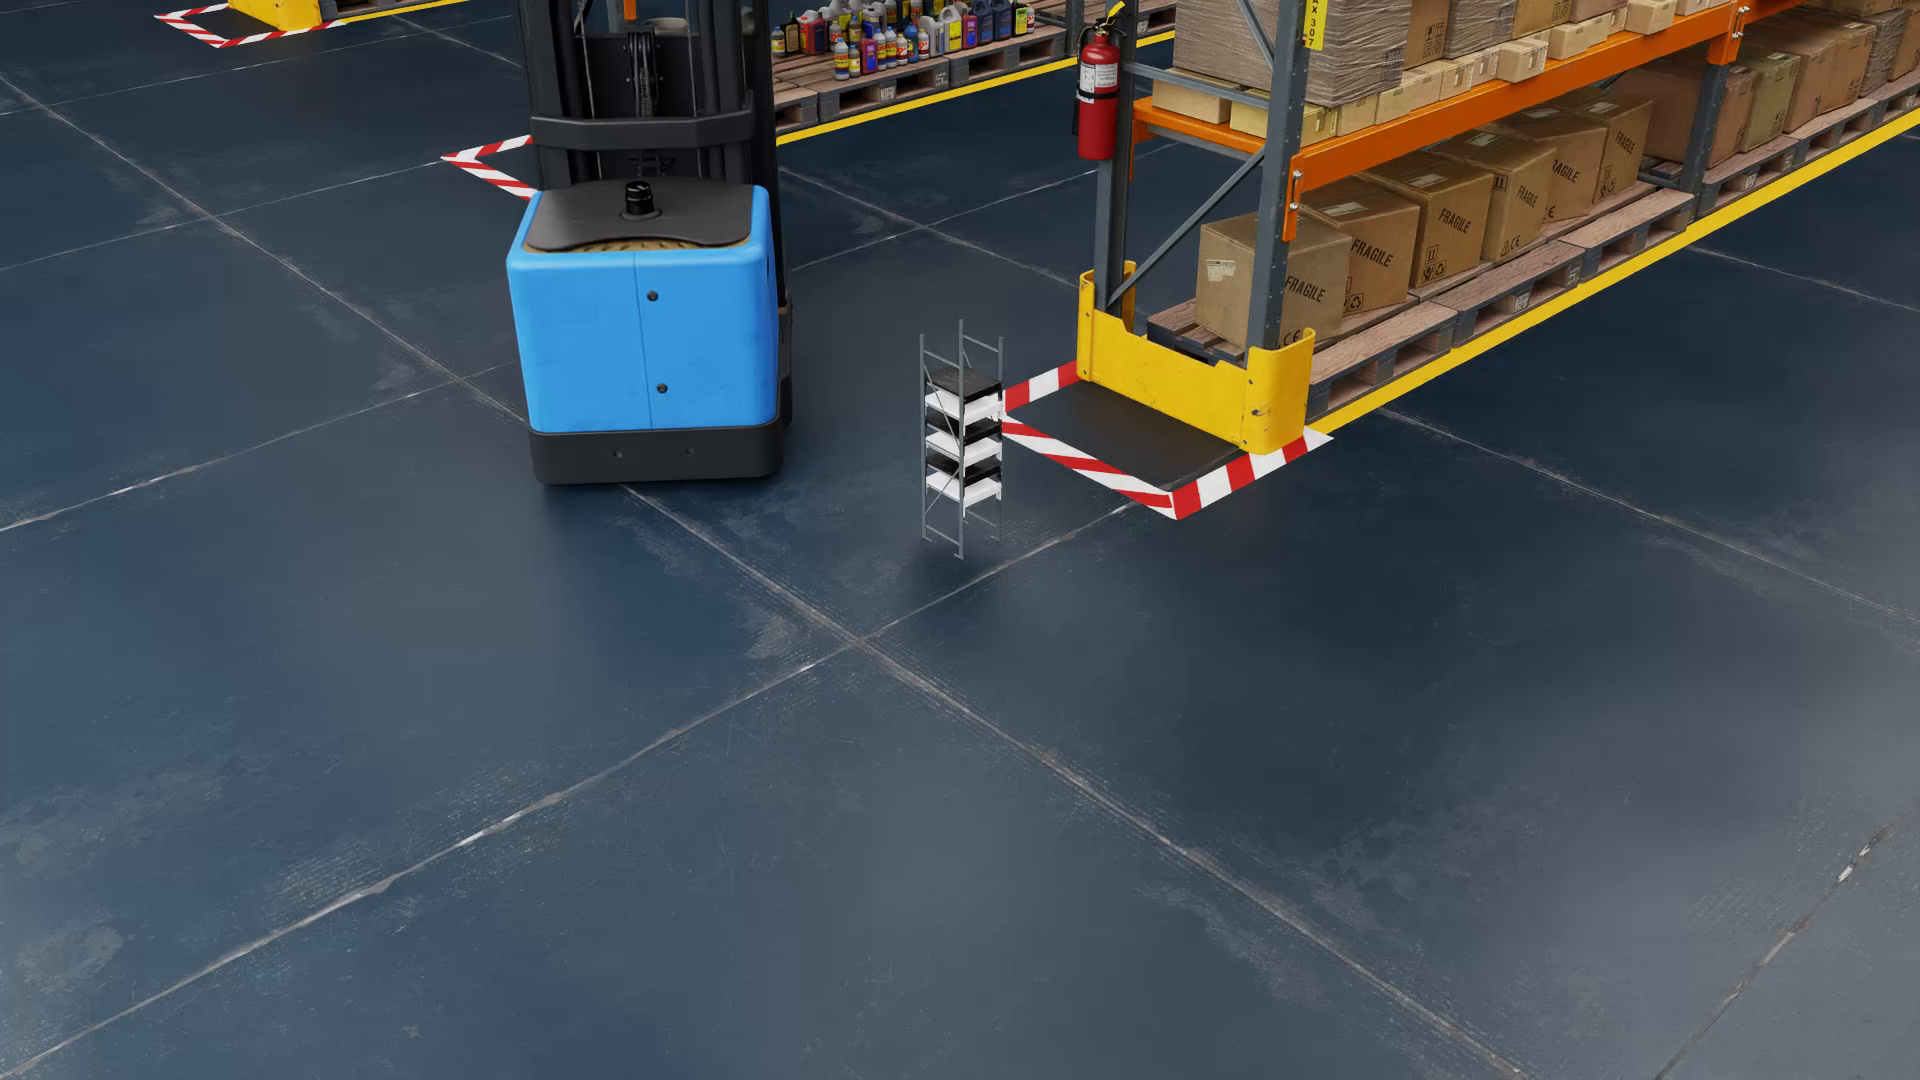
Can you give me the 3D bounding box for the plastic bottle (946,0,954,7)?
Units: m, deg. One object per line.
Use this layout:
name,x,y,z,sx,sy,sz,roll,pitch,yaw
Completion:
plastic bottle,-0.108,-4.131,12.813,0.133,0.283,0.061,-26,40,-35

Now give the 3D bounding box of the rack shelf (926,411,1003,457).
rack shelf,0.006,-0.435,6.490,0.200,0.077,0.258,-26,40,-35

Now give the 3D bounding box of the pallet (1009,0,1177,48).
pallet,1.119,-4.317,13.607,1.213,0.211,1.003,-26,40,-35

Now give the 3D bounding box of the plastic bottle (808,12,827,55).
plastic bottle,-1.038,-3.681,12.076,0.133,0.283,0.061,-26,40,-35

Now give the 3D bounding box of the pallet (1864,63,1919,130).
pallet,6.297,-3.271,11.897,1.213,0.211,1.003,-26,40,-35

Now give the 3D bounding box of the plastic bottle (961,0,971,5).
plastic bottle,0.038,-4.292,13.087,0.097,0.271,0.097,0,31,0

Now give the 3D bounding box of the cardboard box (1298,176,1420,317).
cardboard box,1.889,-1.453,8.244,0.500,0.500,0.500,-15,35,-23

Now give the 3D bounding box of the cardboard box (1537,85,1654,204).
cardboard box,3.617,-2.305,9.637,0.500,0.500,0.500,-27,41,-37

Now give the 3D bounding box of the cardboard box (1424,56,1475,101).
cardboard box,2.123,-2.149,7.630,0.250,0.149,0.380,-26,40,-35

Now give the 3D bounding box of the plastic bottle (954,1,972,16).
plastic bottle,0.034,-3.880,12.409,0.135,0.276,0.152,-26,40,-35

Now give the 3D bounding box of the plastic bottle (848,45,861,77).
plastic bottle,-0.746,-3.349,11.612,0.097,0.201,0.097,0,31,0

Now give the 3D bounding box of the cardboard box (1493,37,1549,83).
cardboard box,2.541,-2.297,7.873,0.250,0.149,0.380,-26,40,-35

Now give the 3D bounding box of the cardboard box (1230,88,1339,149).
cardboard box,1.375,-1.802,7.063,0.250,0.149,0.380,-26,40,-35

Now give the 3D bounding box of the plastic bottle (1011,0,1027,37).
plastic bottle,0.441,-3.945,12.509,0.133,0.283,0.061,-24,39,-33

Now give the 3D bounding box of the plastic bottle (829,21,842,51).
plastic bottle,-0.911,-3.694,12.177,0.097,0.201,0.097,0,31,0

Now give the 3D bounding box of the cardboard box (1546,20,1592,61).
cardboard box,2.870,-2.496,8.198,0.250,0.149,0.380,-26,40,-35

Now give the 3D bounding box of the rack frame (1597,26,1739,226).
rack frame,3.937,-3.319,9.302,0.127,3.000,1.000,-26,40,-35

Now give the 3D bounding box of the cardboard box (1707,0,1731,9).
cardboard box,3.980,-3.023,9.059,0.250,0.149,0.380,-26,40,-35

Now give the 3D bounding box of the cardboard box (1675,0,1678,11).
cardboard box,3.566,-2.872,8.812,0.250,0.149,0.380,-26,40,-35

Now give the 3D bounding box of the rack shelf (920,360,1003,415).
rack shelf,0.006,-0.589,6.396,0.200,0.077,0.258,-26,40,-35

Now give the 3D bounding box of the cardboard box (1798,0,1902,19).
cardboard box,6.018,-3.737,11.242,0.500,0.250,0.500,-21,37,-30

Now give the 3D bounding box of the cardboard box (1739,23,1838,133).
cardboard box,5.175,-3.010,10.771,0.700,0.500,0.500,25,40,35

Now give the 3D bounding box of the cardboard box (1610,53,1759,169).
cardboard box,4.402,-2.649,10.182,0.700,0.500,0.500,26,40,35

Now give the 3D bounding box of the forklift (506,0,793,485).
forklift,-1.398,-2.226,7.581,1.130,2.935,3.031,-2,32,-4

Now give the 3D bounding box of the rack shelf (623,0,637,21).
rack shelf,-0.897,-4.197,11.428,4.000,0.370,1.077,-26,40,-35

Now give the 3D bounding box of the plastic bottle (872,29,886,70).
plastic bottle,-0.571,-3.464,11.732,0.097,0.271,0.097,0,31,0

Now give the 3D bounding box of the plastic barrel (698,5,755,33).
plastic barrel,-1.565,-3.353,11.340,0.421,0.512,0.421,0,31,0

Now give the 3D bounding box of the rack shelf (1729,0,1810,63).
rack shelf,5.404,-3.721,10.649,4.000,0.370,1.077,-26,40,-35

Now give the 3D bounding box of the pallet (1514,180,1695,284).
pallet,3.469,-1.877,9.617,1.213,0.211,1.003,-26,40,-35

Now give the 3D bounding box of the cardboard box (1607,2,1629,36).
cardboard box,3.185,-2.702,8.535,0.250,0.149,0.380,-26,40,-35

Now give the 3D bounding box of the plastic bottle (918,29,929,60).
plastic bottle,-0.274,-3.577,11.985,0.097,0.201,0.097,0,31,0

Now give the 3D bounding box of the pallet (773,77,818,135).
pallet,-1.740,-2.936,11.349,1.213,0.211,1.003,-26,40,-35

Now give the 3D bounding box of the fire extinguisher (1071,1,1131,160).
fire extinguisher,0.607,-2.002,7.223,0.183,0.674,0.296,-26,40,-35

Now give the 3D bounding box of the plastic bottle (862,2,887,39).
plastic bottle,-0.635,-3.846,12.353,0.135,0.276,0.152,-26,40,-35

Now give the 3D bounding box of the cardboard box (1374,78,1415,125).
cardboard box,1.765,-1.967,7.332,0.250,0.149,0.380,-26,40,-35

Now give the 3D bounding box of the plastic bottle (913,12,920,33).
plastic bottle,-0.279,-3.705,12.116,0.133,0.283,0.061,-26,40,-35

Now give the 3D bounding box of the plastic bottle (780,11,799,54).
plastic bottle,-1.241,-3.691,12.093,0.133,0.283,0.061,-25,39,-34

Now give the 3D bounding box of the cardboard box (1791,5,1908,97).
cardboard box,5.995,-3.412,11.428,0.700,0.500,0.500,25,40,35

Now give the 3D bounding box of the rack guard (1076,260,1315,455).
rack guard,1.060,-0.860,7.678,0.348,0.500,1.175,-26,40,-35

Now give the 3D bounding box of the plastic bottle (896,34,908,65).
plastic bottle,-0.425,-3.504,11.866,0.097,0.201,0.097,0,31,0

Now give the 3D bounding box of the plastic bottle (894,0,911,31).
plastic bottle,-0.443,-4.076,12.658,0.144,0.351,0.185,27,41,37

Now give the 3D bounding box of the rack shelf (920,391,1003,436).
rack shelf,0.006,-0.512,6.443,0.200,0.077,0.258,-26,40,-35

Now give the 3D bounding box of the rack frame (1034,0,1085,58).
rack frame,0.570,-5.213,12.400,0.127,3.000,1.000,-26,40,-35

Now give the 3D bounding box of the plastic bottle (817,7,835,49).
plastic bottle,-1.009,-3.767,12.225,0.135,0.276,0.152,-27,41,-37

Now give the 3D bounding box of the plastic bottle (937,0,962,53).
plastic bottle,-0.084,-3.749,12.124,0.185,0.351,0.144,-26,40,-36

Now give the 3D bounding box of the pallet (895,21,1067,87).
pallet,0.049,-3.801,12.764,1.213,0.211,1.003,-26,40,-35

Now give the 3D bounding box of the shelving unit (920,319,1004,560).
shelving unit,0.006,-0.387,6.520,0.210,0.900,0.258,-26,40,-35

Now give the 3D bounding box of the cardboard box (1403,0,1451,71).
cardboard box,1.711,-2.477,7.545,0.500,0.500,0.875,-26,40,-35

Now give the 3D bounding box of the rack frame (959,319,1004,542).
rack frame,0.081,-0.423,6.579,0.006,0.900,0.240,-26,40,-35

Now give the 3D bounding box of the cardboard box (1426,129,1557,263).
cardboard box,2.800,-1.848,8.891,0.500,0.500,0.500,25,39,35

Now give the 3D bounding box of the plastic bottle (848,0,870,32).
plastic bottle,-0.754,-3.925,12.412,0.185,0.351,0.144,-26,40,-36

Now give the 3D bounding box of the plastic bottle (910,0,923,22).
plastic bottle,-0.328,-4.012,12.629,0.097,0.271,0.097,0,31,0

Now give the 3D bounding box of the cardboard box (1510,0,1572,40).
cardboard box,2.482,-2.811,8.090,0.500,0.500,0.875,-26,40,-35

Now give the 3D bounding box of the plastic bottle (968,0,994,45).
plastic bottle,0.153,-3.864,12.311,0.144,0.351,0.185,27,40,37

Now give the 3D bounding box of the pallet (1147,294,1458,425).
pallet,1.680,-1.012,8.202,1.213,0.211,1.003,-26,40,-35
